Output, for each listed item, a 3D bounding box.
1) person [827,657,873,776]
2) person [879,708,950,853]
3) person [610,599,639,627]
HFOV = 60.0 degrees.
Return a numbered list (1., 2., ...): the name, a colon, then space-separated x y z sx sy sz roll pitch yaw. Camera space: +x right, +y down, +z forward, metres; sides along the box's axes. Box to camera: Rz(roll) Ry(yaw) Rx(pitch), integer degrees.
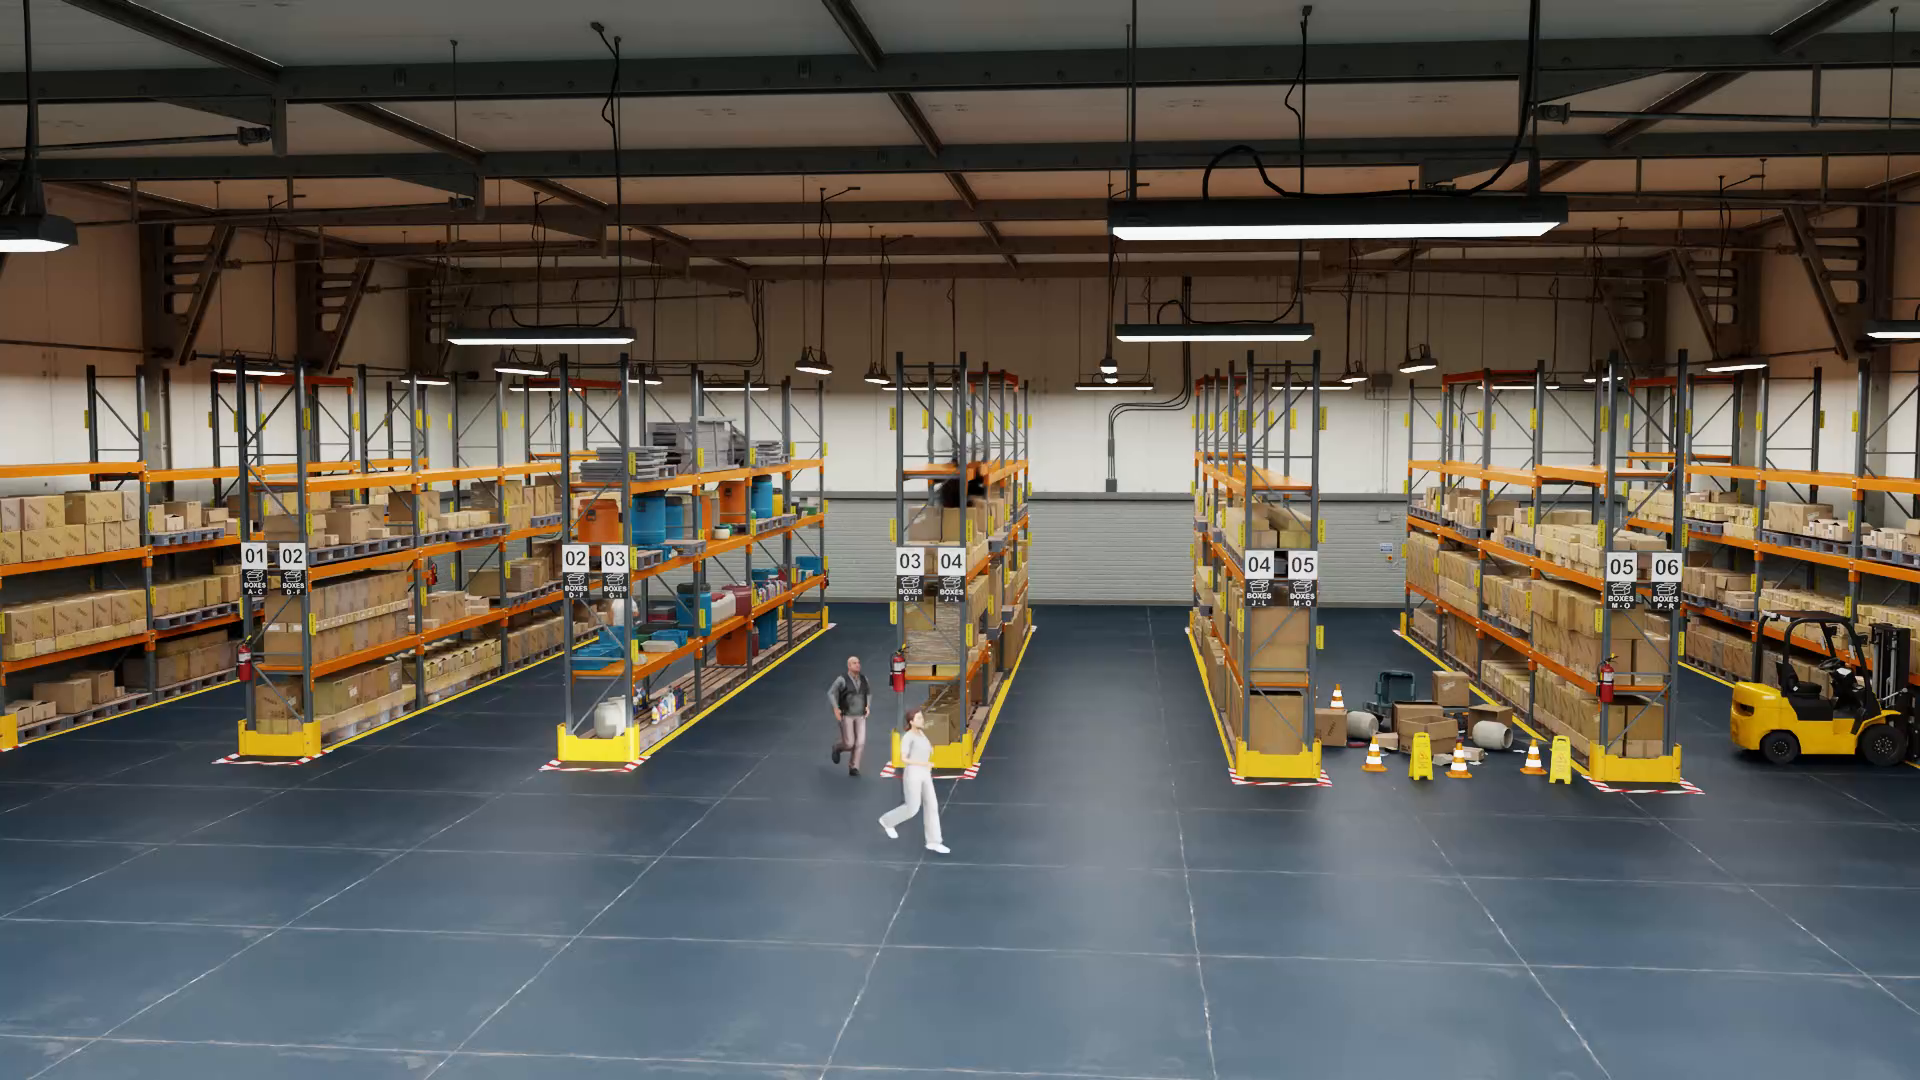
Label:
1. person: -1.536 2.497 23.661 0.688 1.677 0.681 -2 5 -30
2. person: -0.523 2.789 19.395 0.935 1.654 0.568 2 5 31
3. person: -6.888 1.766 33.968 0.575 1.638 0.862 0 4 -3
